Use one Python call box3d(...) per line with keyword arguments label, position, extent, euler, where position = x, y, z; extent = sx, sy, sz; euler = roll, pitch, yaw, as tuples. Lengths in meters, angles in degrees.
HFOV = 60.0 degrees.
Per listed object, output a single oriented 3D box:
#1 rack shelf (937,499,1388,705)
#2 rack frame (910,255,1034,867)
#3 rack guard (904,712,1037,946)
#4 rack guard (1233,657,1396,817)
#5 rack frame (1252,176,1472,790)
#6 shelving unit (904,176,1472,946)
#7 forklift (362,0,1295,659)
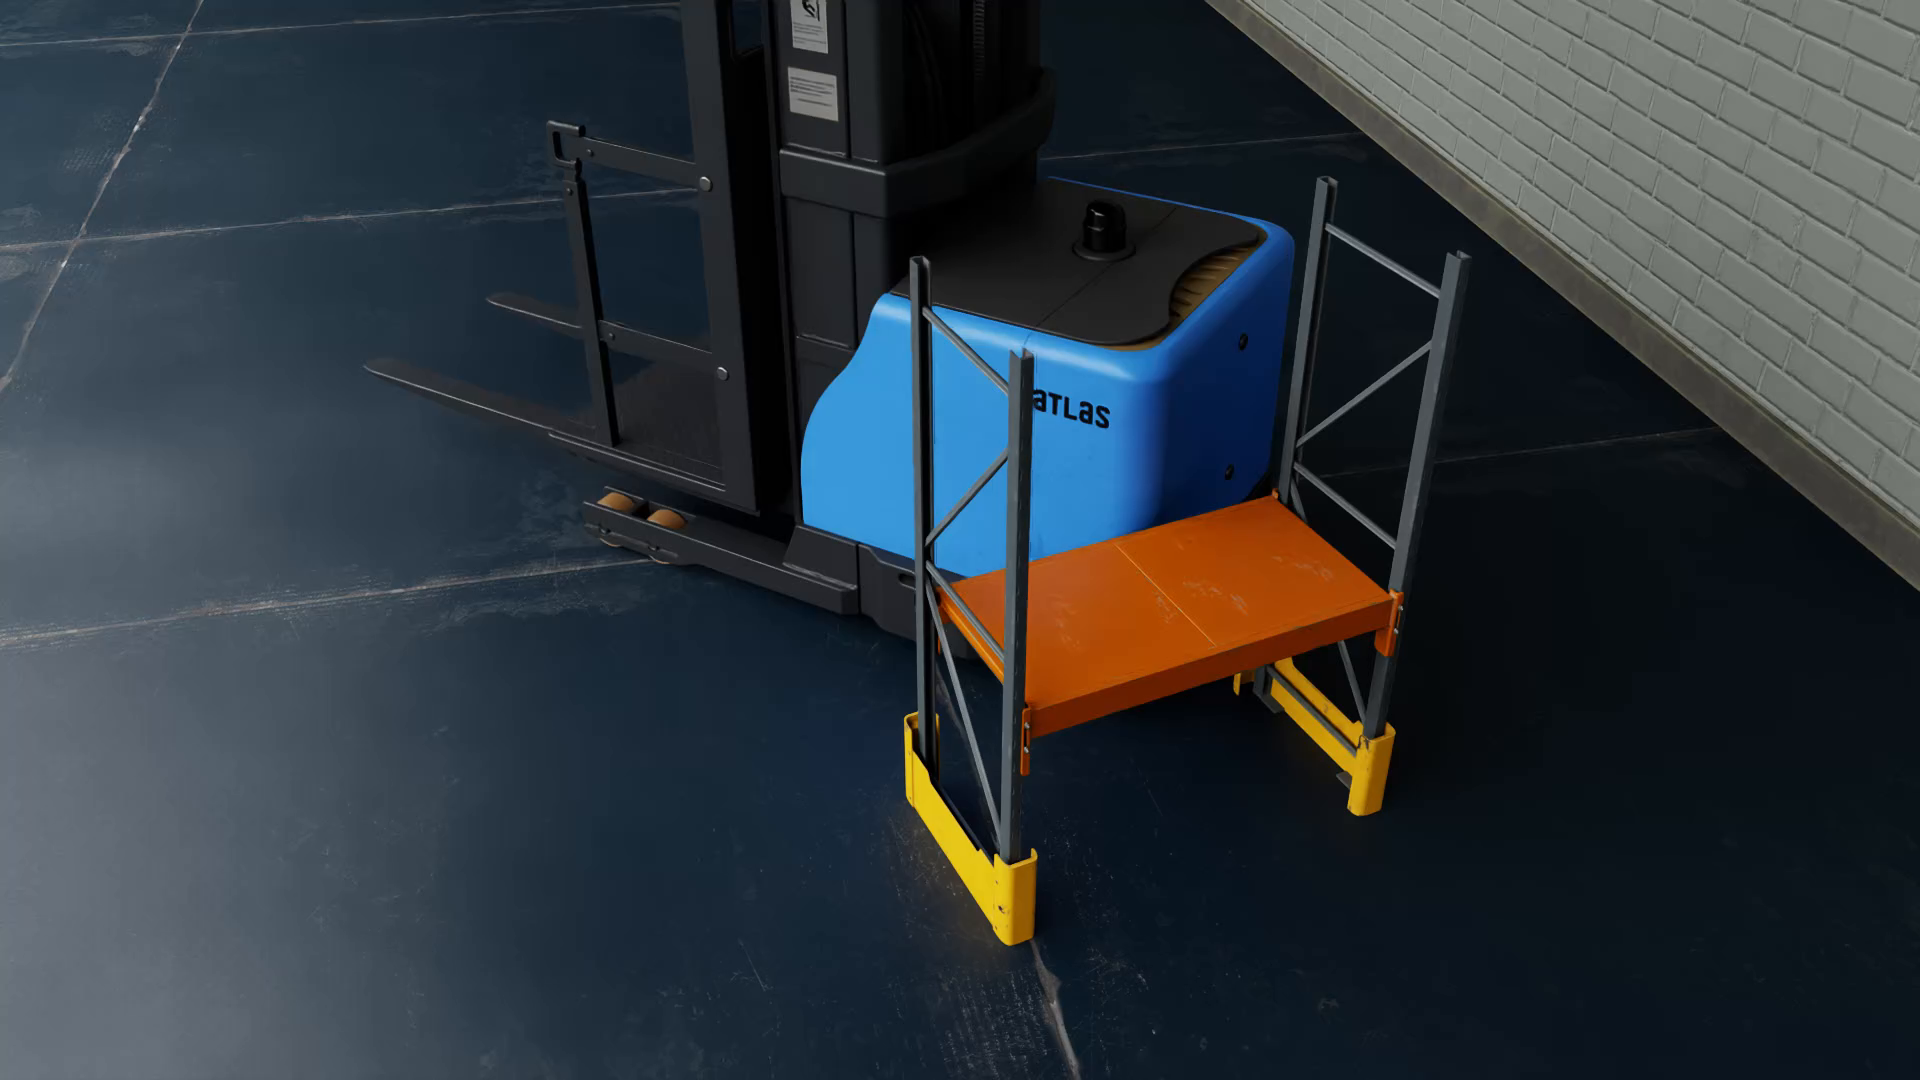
box3d(label="rack shelf", position=(0.475, 0.135, 3.906), extent=(0.952, 0.026, 0.459), euler=(-15, 37, -21))
box3d(label="rack frame", position=(0.017, 0.163, 3.661), extent=(0.032, 1.500, 0.500), euler=(-15, 37, -21))
box3d(label="rack guard", position=(0.018, 0.682, 4.010), extent=(0.087, 0.250, 0.587), euler=(-15, 37, -21))
box3d(label="rack guard", position=(0.917, 0.443, 4.366), extent=(0.087, 0.250, 0.587), euler=(-15, 37, -21))
box3d(label="rack frame", position=(0.934, -0.081, 4.024), extent=(0.032, 1.500, 0.500), euler=(-15, 37, -21))
box3d(label="shelving unit", position=(0.467, 0.043, 3.839), extent=(1.083, 1.500, 0.587), euler=(-15, 37, -21))
box3d(label="forklift", position=(-15.595, -2.390, 6.182), extent=(30.906, 2.935, 12.830), euler=(18, 38, 24))
